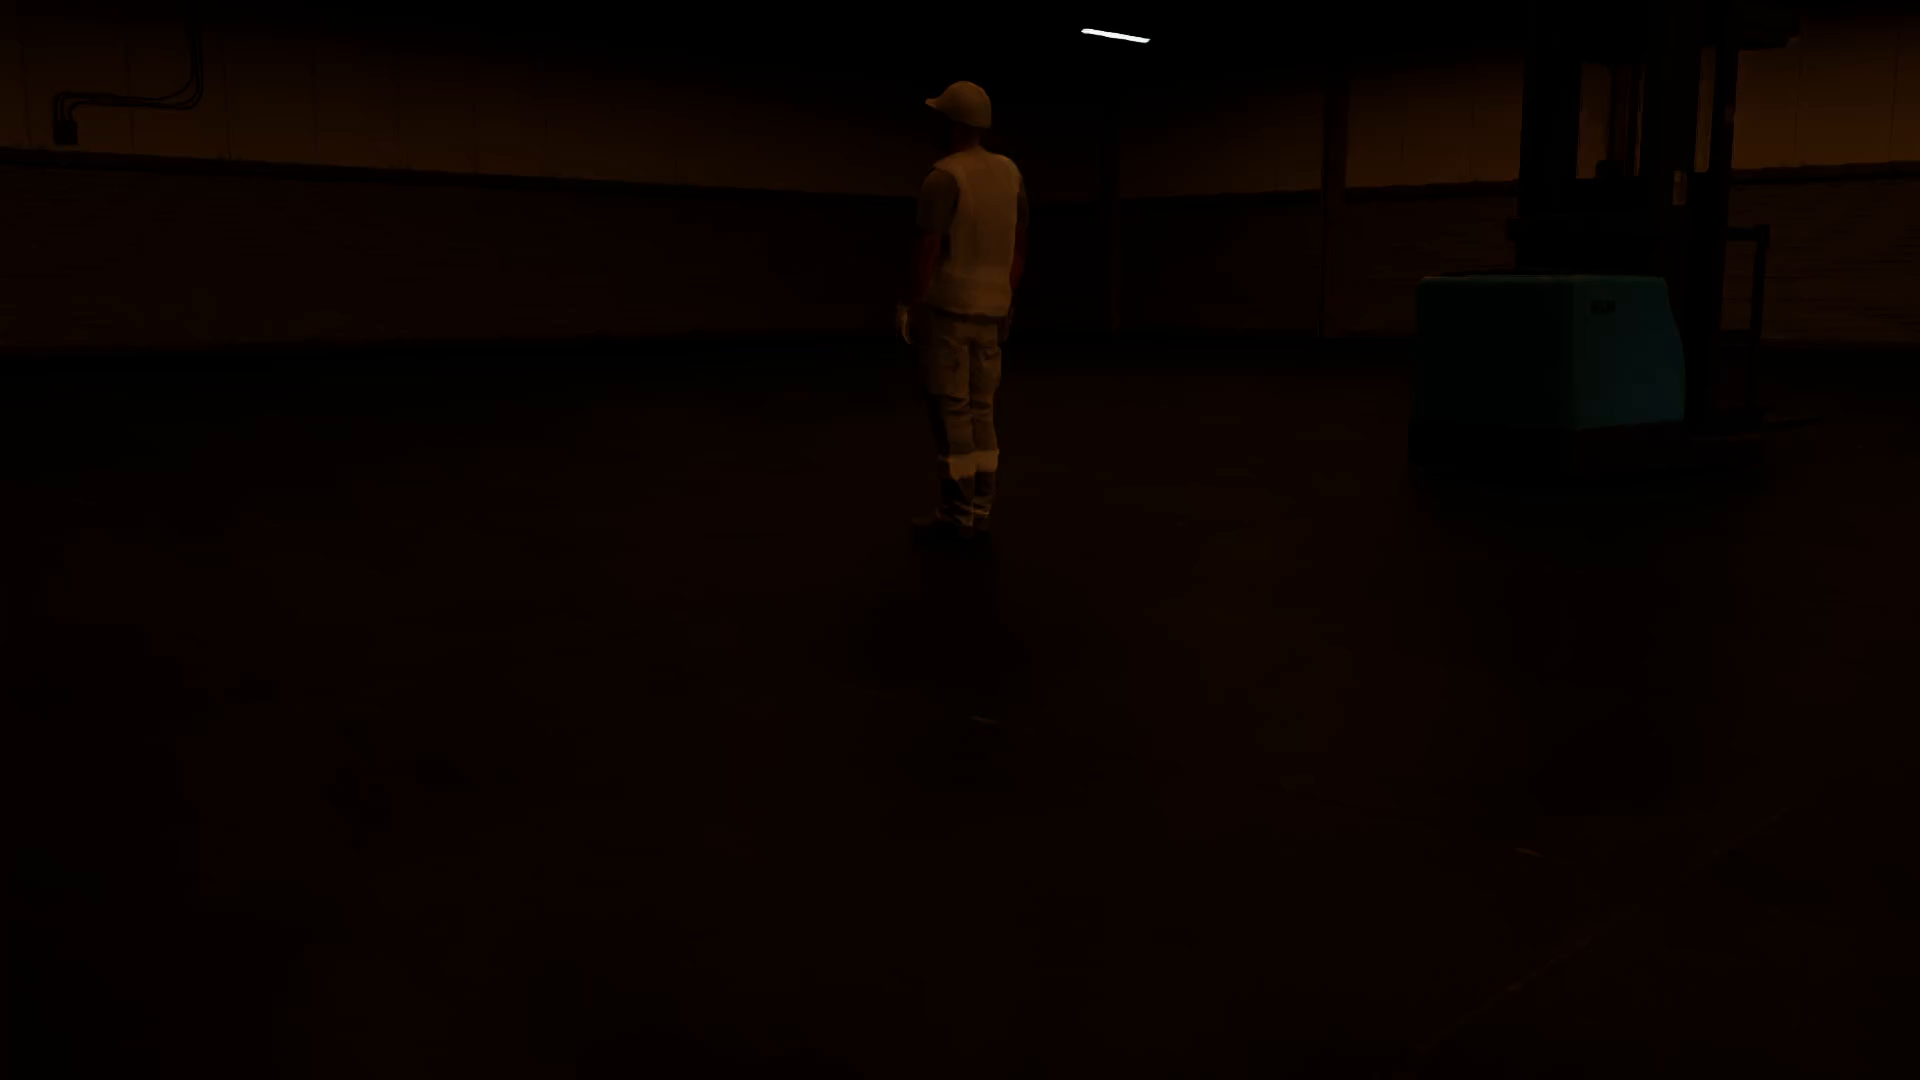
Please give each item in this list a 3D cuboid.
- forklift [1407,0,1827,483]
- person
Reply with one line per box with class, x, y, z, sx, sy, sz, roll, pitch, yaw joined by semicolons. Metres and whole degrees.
forklift;3.934;-1.889;9.418;3.031;2.935;1.130;-6;11;-37
person;-0.050;-0.901;6.646;0.563;1.787;0.637;8;12;43
